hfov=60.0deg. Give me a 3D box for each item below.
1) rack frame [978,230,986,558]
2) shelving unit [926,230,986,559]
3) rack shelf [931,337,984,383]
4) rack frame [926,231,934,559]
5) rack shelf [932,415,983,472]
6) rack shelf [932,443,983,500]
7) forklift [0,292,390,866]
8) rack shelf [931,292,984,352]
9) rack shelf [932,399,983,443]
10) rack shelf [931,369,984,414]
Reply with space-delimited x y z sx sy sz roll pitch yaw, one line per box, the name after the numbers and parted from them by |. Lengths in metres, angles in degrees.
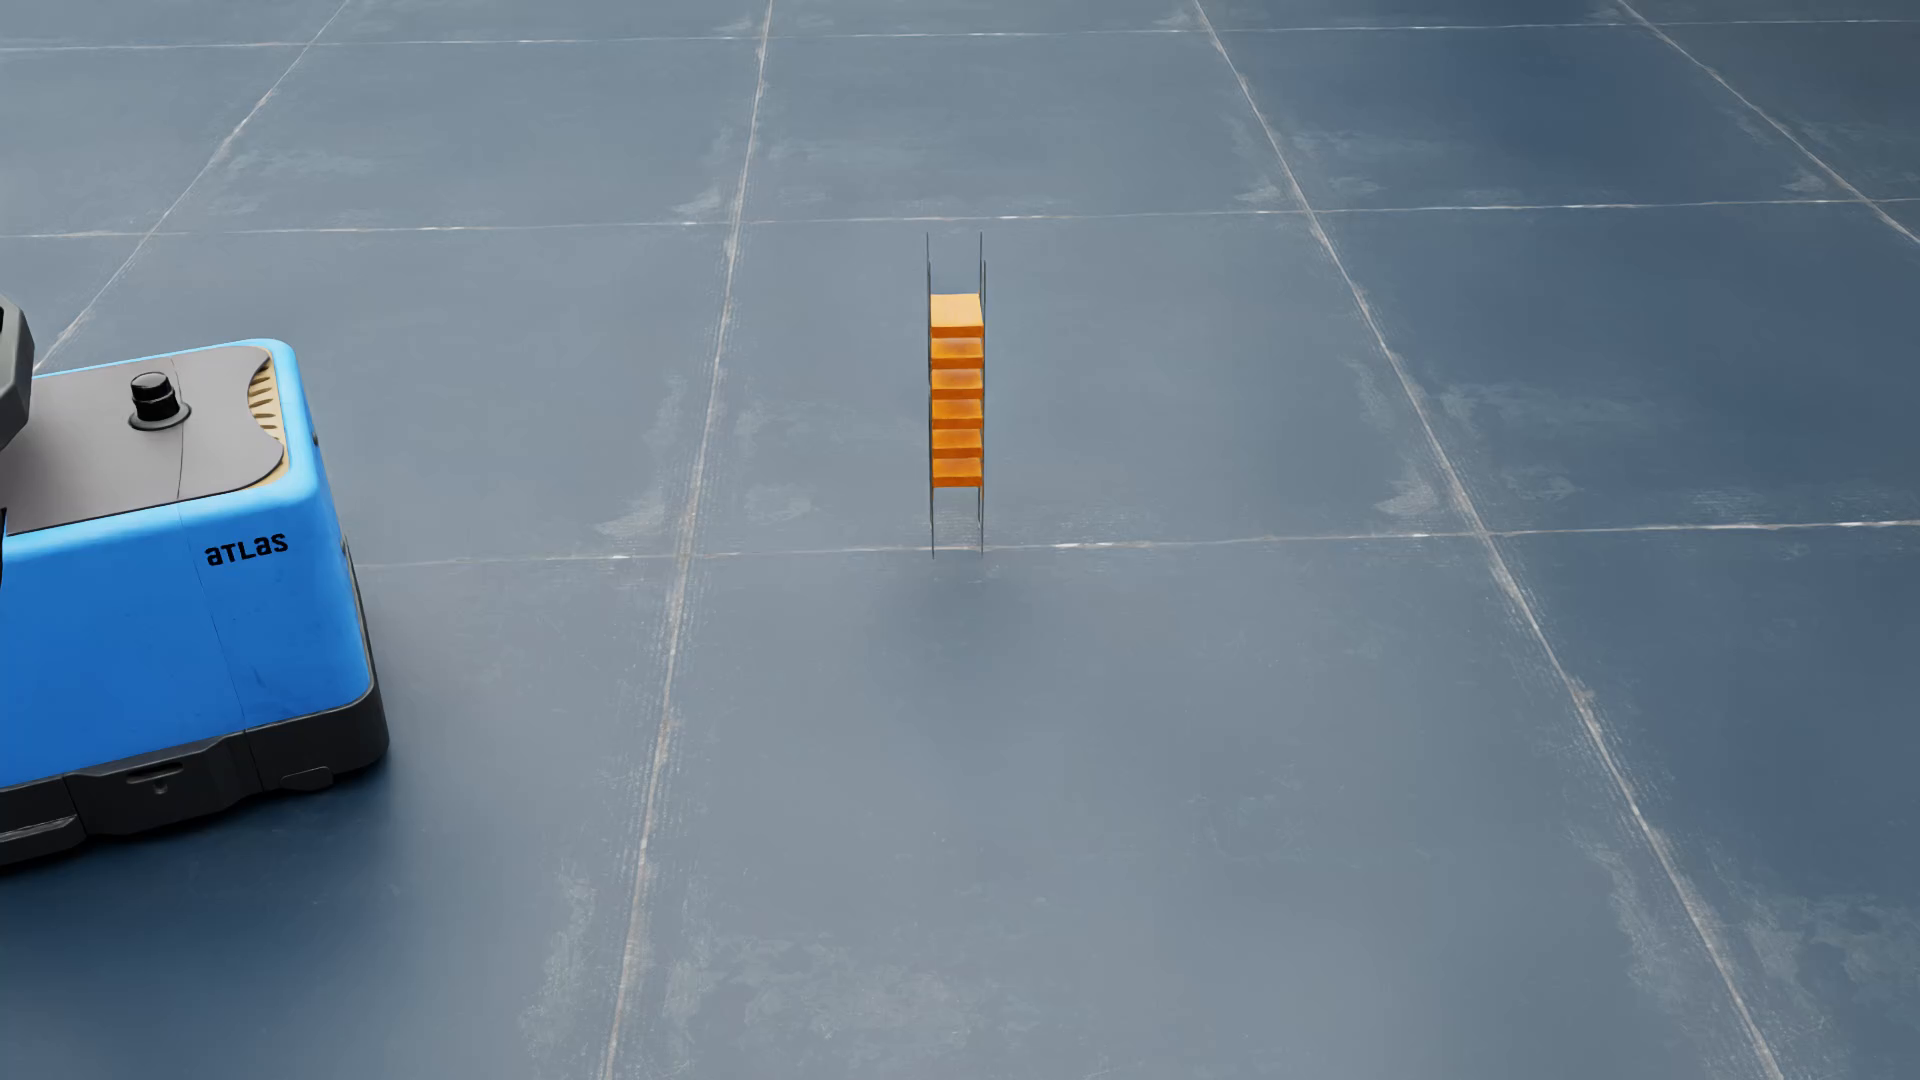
0.077 -0.495 5.912 0.006 1.200 0.240 -2 35 -2 | rack frame
-0.014 -0.493 5.908 0.189 1.200 0.258 -2 35 -2 | shelving unit
-0.014 -0.654 5.797 0.180 0.103 0.258 -2 35 -2 | rack shelf
-0.106 -0.491 5.904 0.006 1.200 0.240 -2 35 -2 | rack frame
-0.014 -0.358 6.002 0.180 0.103 0.258 -2 35 -2 | rack shelf
-0.014 -0.259 6.070 0.180 0.103 0.258 -2 35 -2 | rack shelf
-3.352 -0.411 4.269 3.031 2.935 1.130 -13 37 -18 | forklift
-0.014 -0.752 5.728 0.180 0.103 0.258 -2 35 -2 | rack shelf
-0.014 -0.456 5.933 0.180 0.103 0.258 -2 35 -2 | rack shelf
-0.014 -0.555 5.865 0.180 0.103 0.258 -2 35 -2 | rack shelf
